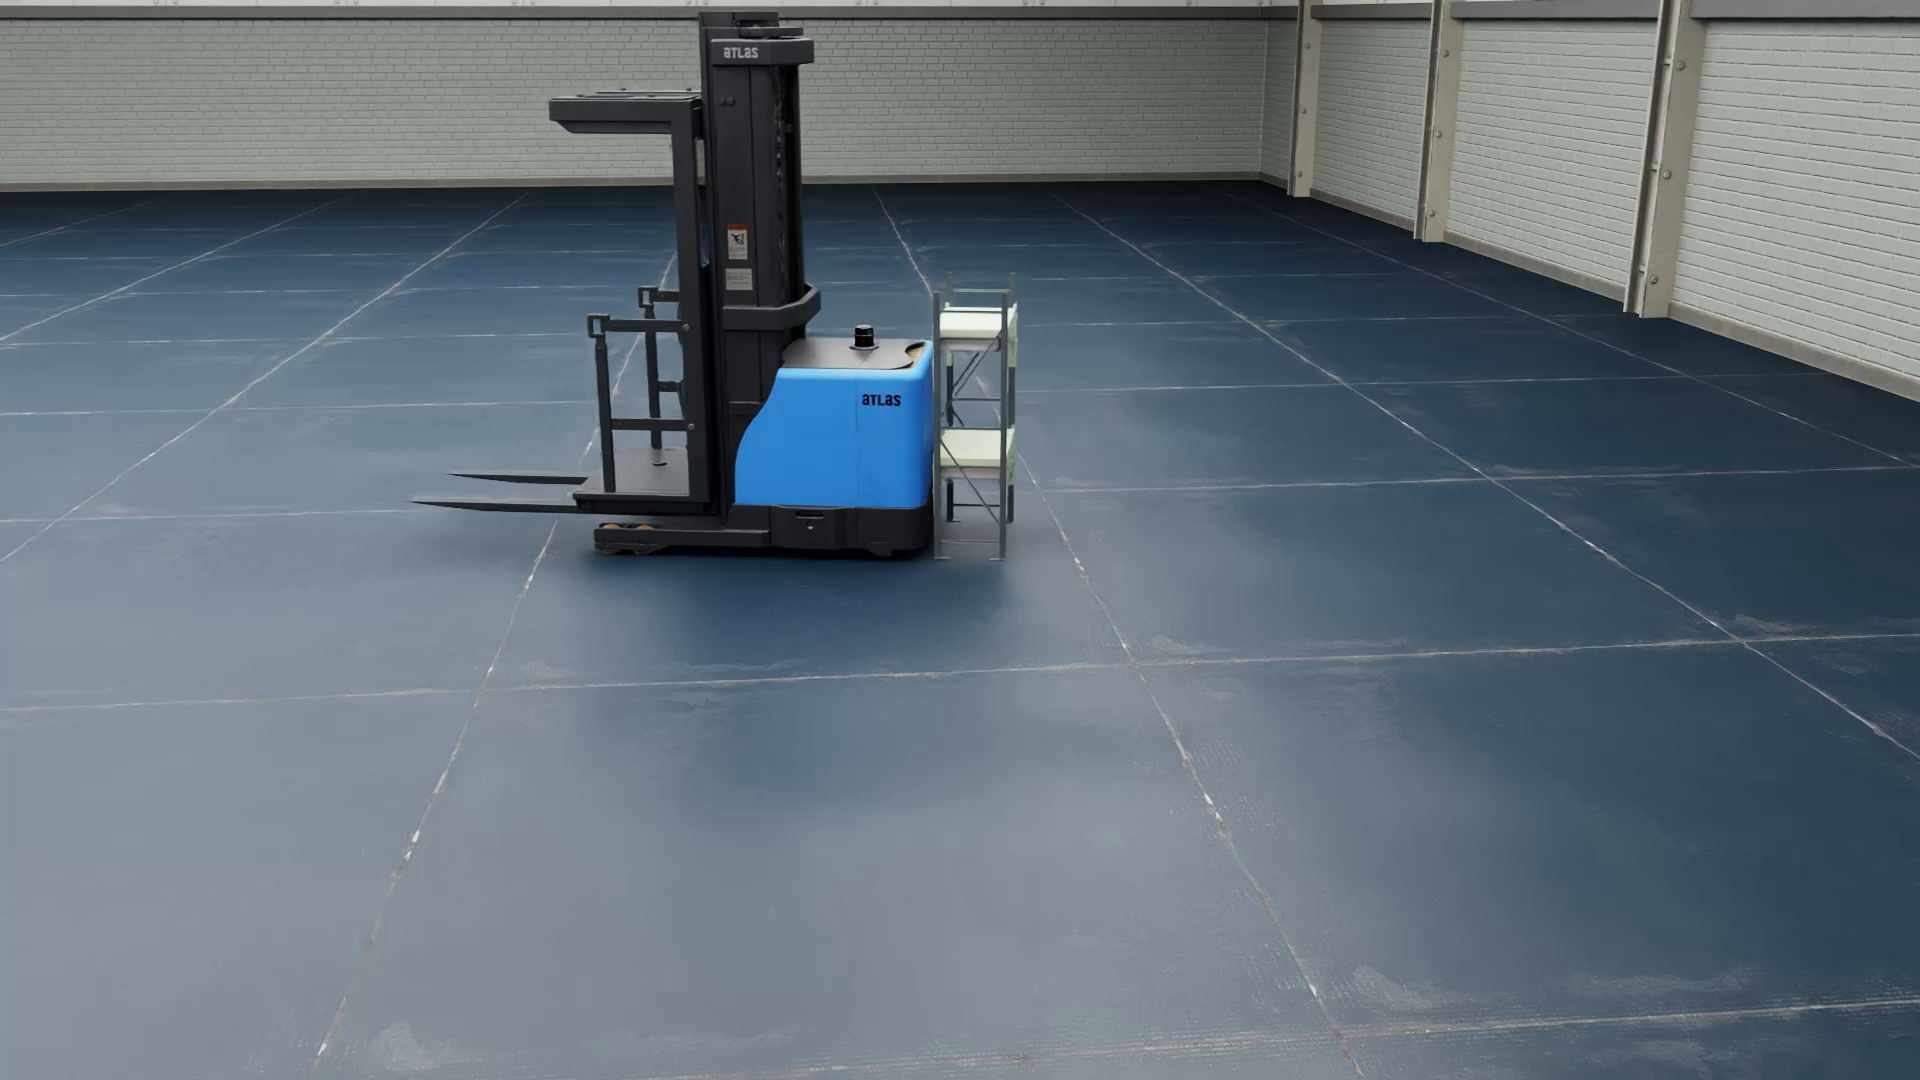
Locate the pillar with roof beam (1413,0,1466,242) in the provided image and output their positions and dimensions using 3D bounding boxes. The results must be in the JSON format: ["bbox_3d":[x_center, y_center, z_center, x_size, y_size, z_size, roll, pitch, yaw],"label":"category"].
[{"bbox_3d":[2.139,-8.264,20.977,9.100,9.000,0.400,-2,18,-6],"label":"pillar with roof beam"}]

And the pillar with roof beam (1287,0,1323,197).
[{"bbox_3d":[1.520,-10.052,26.671,9.100,9.000,0.400,-2,18,-6],"label":"pillar with roof beam"}]

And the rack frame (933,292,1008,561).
[{"bbox_3d":[0.056,-0.606,9.104,0.400,1.500,0.023,2,17,5],"label":"rack frame"}]

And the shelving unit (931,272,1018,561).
[{"bbox_3d":[0.090,-0.715,9.452,0.431,1.500,0.755,2,17,5],"label":"shelving unit"}]

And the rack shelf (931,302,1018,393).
[{"bbox_3d":[0.090,-1.088,9.335,0.431,0.370,0.720,2,17,5],"label":"rack shelf"}]

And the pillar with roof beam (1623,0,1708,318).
[{"bbox_3d":[2.758,-6.476,15.283,9.100,9.000,0.400,-2,18,-6],"label":"pillar with roof beam"}]

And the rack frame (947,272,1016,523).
[{"bbox_3d":[0.124,-0.825,9.799,0.400,1.500,0.023,2,17,5],"label":"rack frame"}]

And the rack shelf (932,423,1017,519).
[{"bbox_3d":[0.090,-0.404,9.549,0.431,0.370,0.720,2,17,5],"label":"rack shelf"}]

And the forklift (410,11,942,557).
[{"bbox_3d":[-1.656,-1.469,9.463,3.031,2.935,1.130,2,17,5],"label":"forklift"}]
